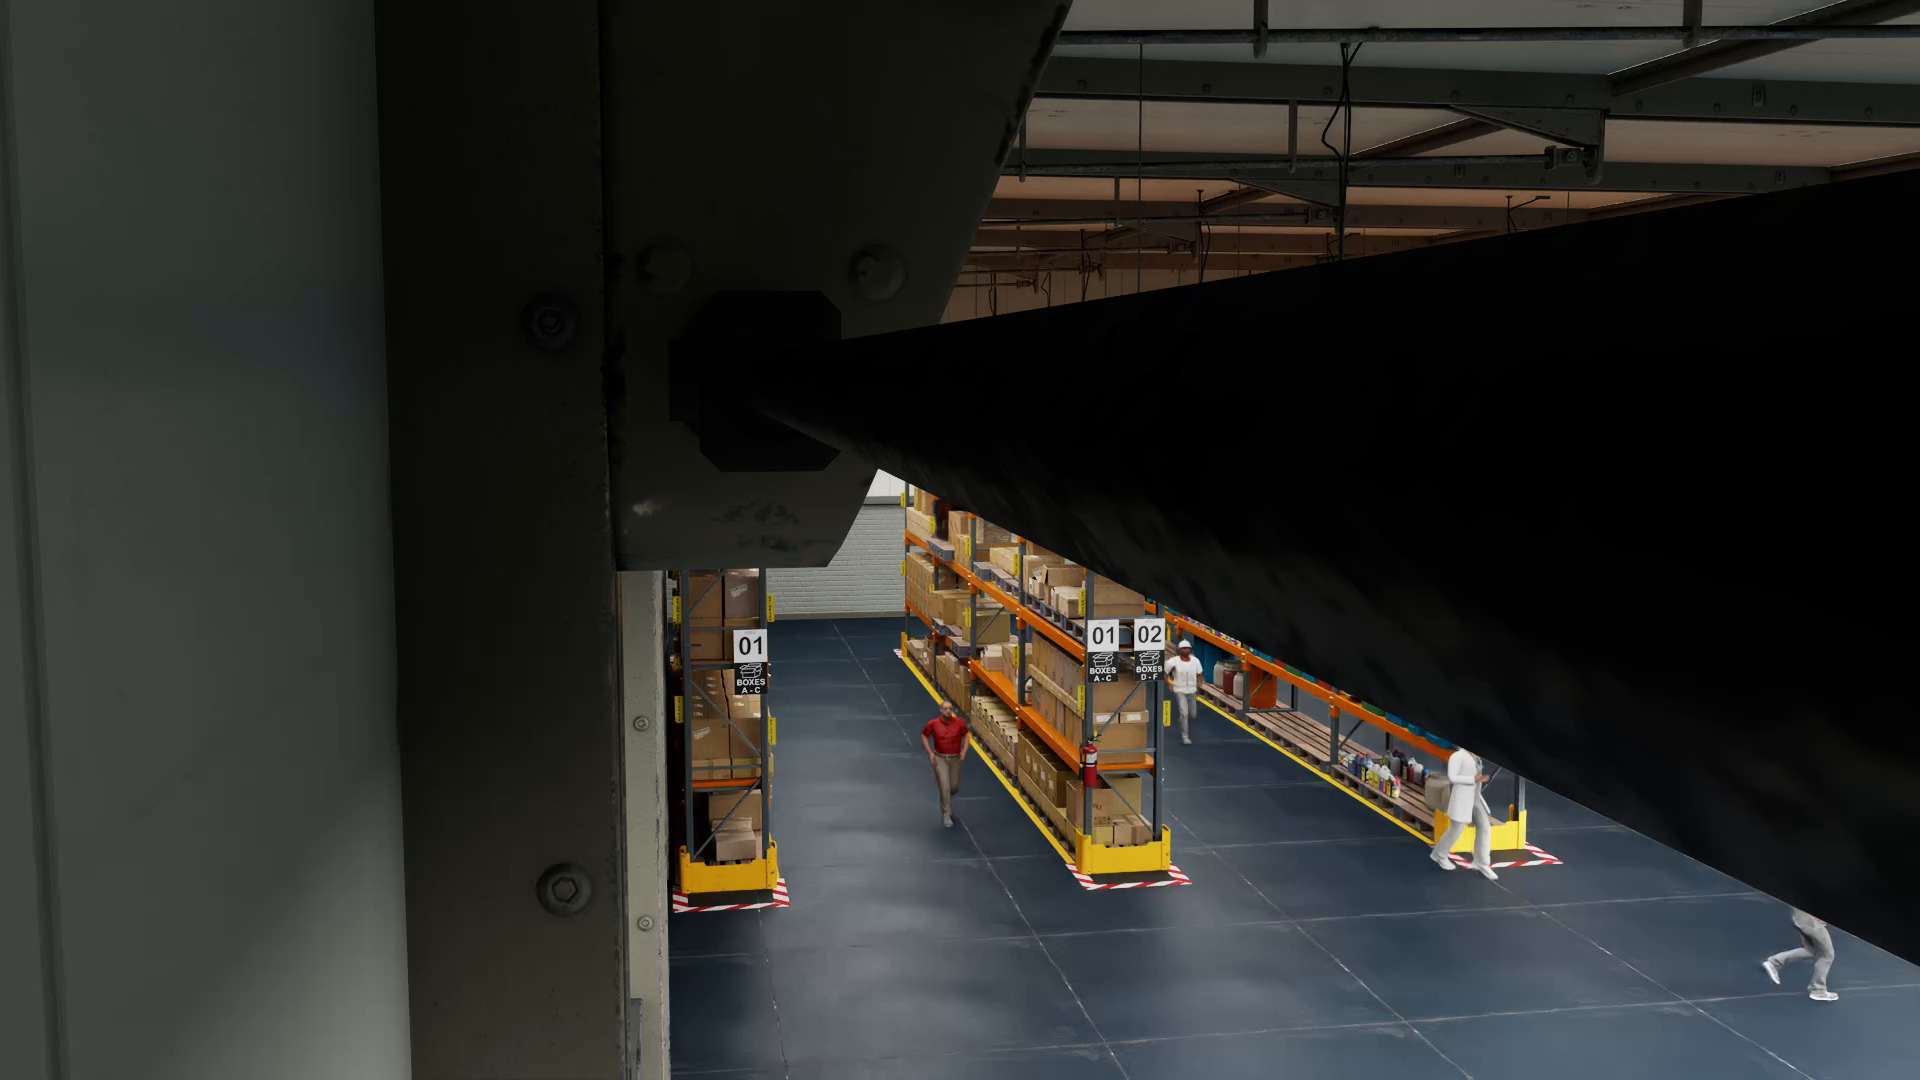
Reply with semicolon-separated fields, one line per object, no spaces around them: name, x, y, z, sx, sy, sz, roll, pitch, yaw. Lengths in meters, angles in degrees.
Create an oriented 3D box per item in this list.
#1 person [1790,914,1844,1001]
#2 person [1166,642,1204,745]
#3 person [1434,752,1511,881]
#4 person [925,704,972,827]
person;8.641;3.839;16.608;0.559;1.551;0.532;1;6;7
person;3.818;2.576;27.975;0.697;1.719;0.605;-1;6;-12
person;6.417;3.286;20.677;0.724;1.798;0.956;-6;8;-44
person;-0.154;3.102;23.158;0.696;1.685;0.620;-2;6;-17
